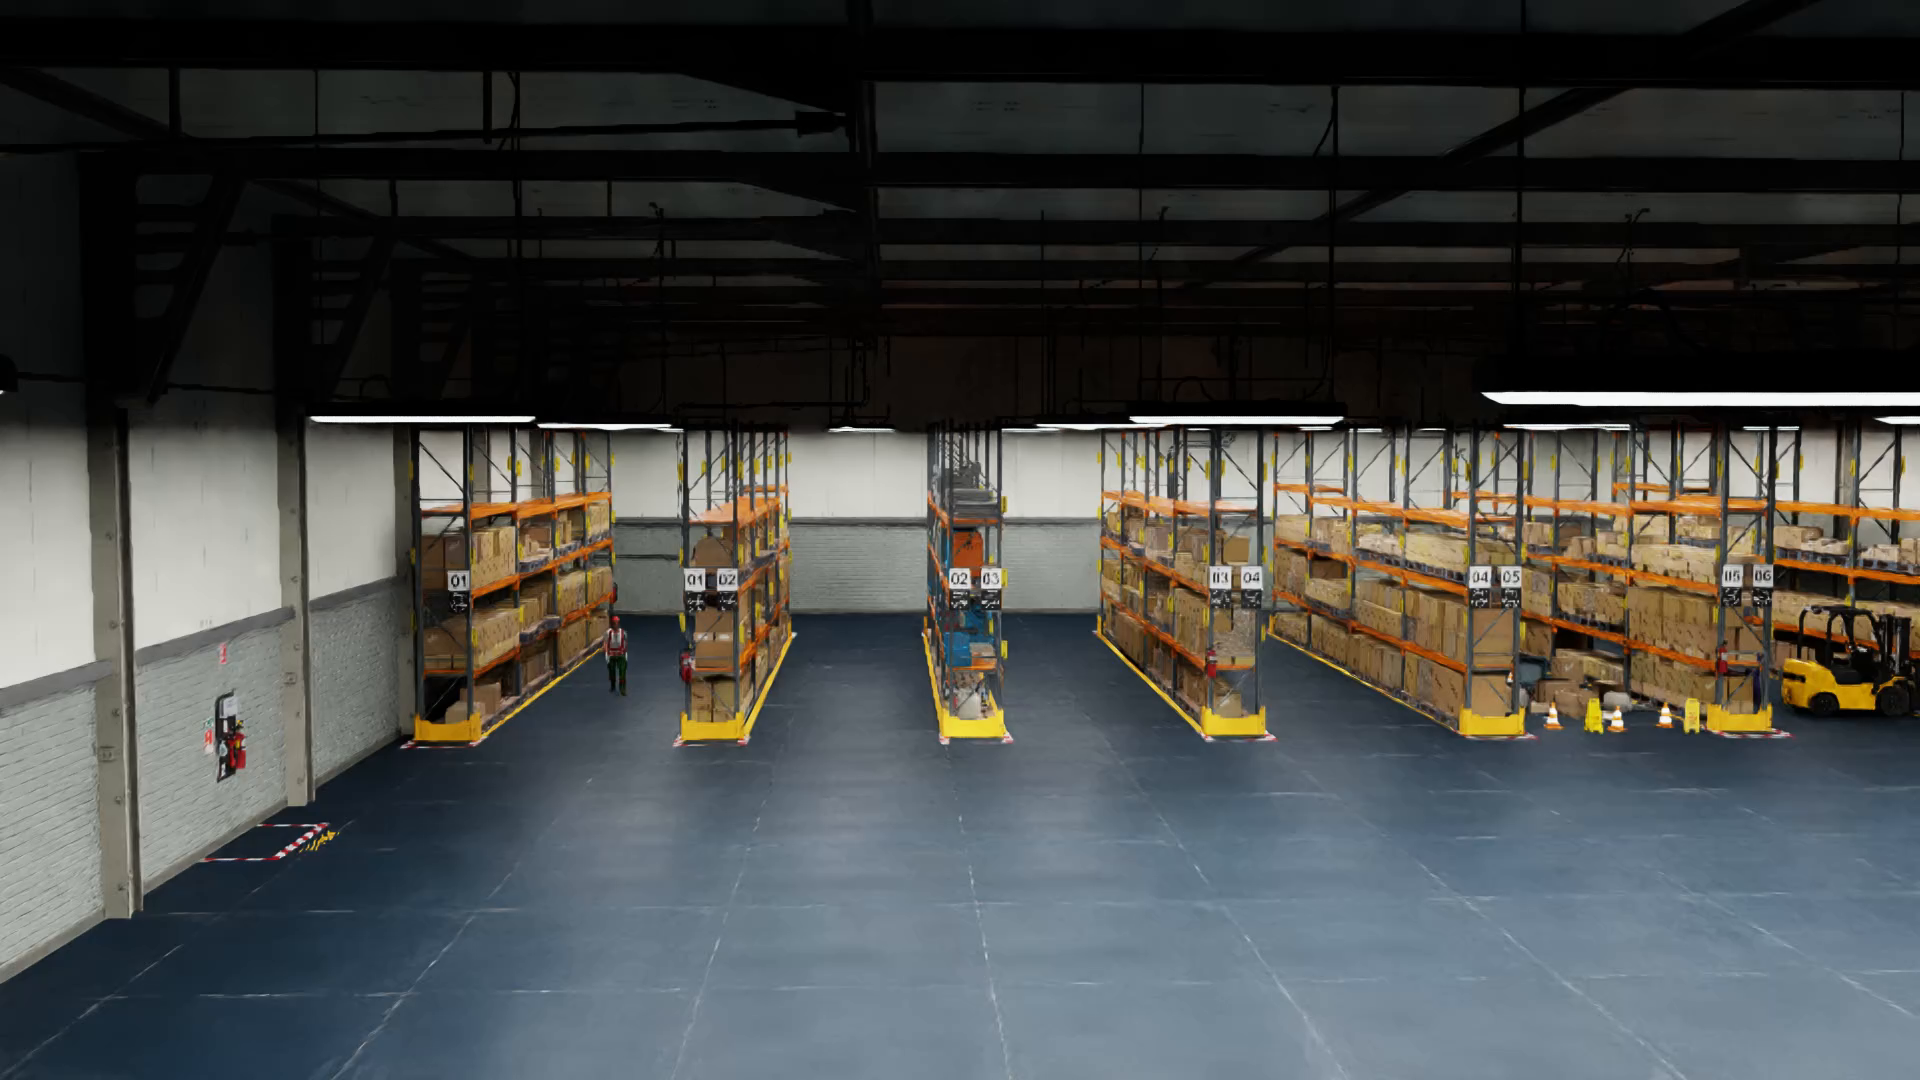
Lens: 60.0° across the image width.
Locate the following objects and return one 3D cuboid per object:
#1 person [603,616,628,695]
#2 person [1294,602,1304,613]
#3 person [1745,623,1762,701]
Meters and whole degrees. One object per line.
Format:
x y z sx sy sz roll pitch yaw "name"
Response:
-7.547 2.514 36.441 0.526 1.728 1.031 -1 4 -11 "person"
10.115 1.717 48.871 0.630 1.769 0.698 -2 4 -28 "person"
16.971 2.605 35.730 0.464 1.652 0.523 2 4 27 "person"
